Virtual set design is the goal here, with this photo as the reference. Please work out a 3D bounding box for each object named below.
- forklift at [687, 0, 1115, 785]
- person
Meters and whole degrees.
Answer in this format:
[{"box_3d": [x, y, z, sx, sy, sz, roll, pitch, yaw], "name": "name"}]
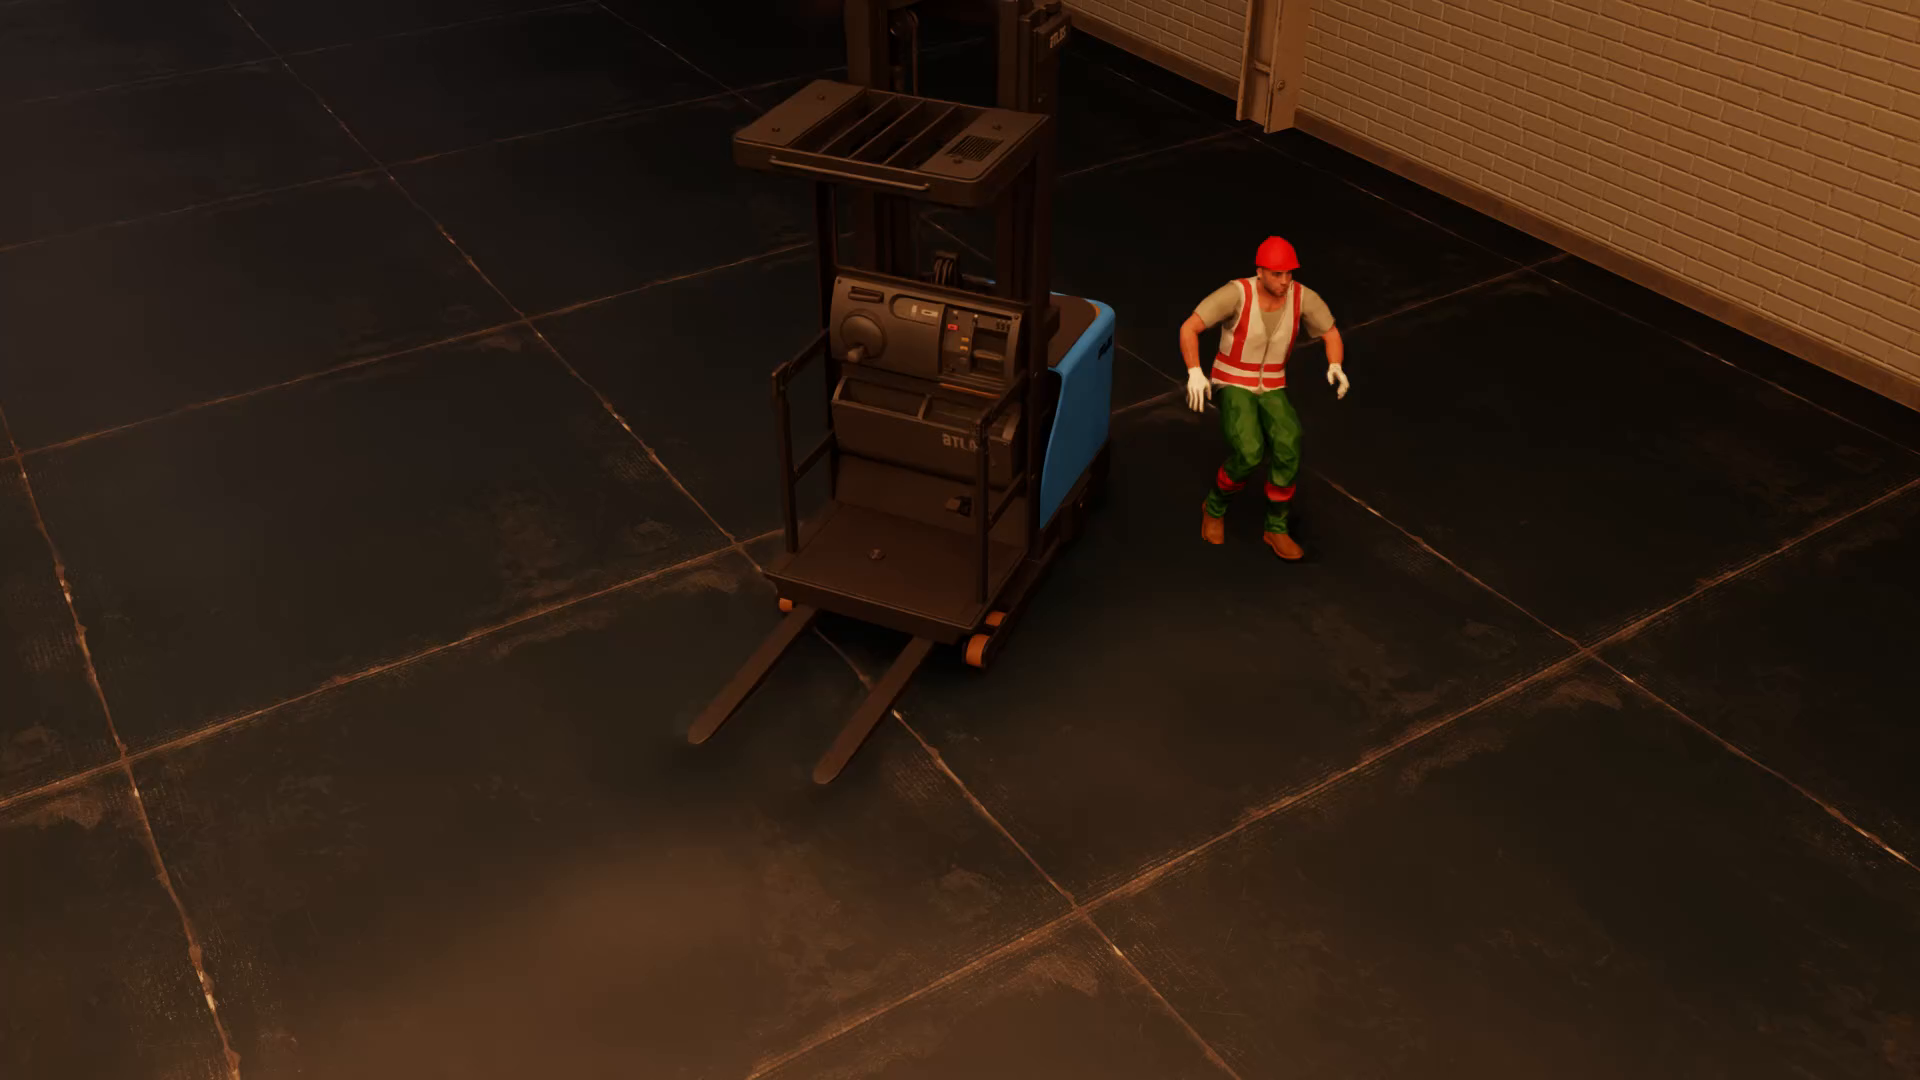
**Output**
[{"box_3d": [-0.247, -0.878, 7.397, 1.130, 2.935, 3.031, 14, 38, 19], "name": "forklift"}, {"box_3d": [1.570, -0.711, 8.410, 0.870, 1.556, 0.877, -9, 36, -13], "name": "person"}]
